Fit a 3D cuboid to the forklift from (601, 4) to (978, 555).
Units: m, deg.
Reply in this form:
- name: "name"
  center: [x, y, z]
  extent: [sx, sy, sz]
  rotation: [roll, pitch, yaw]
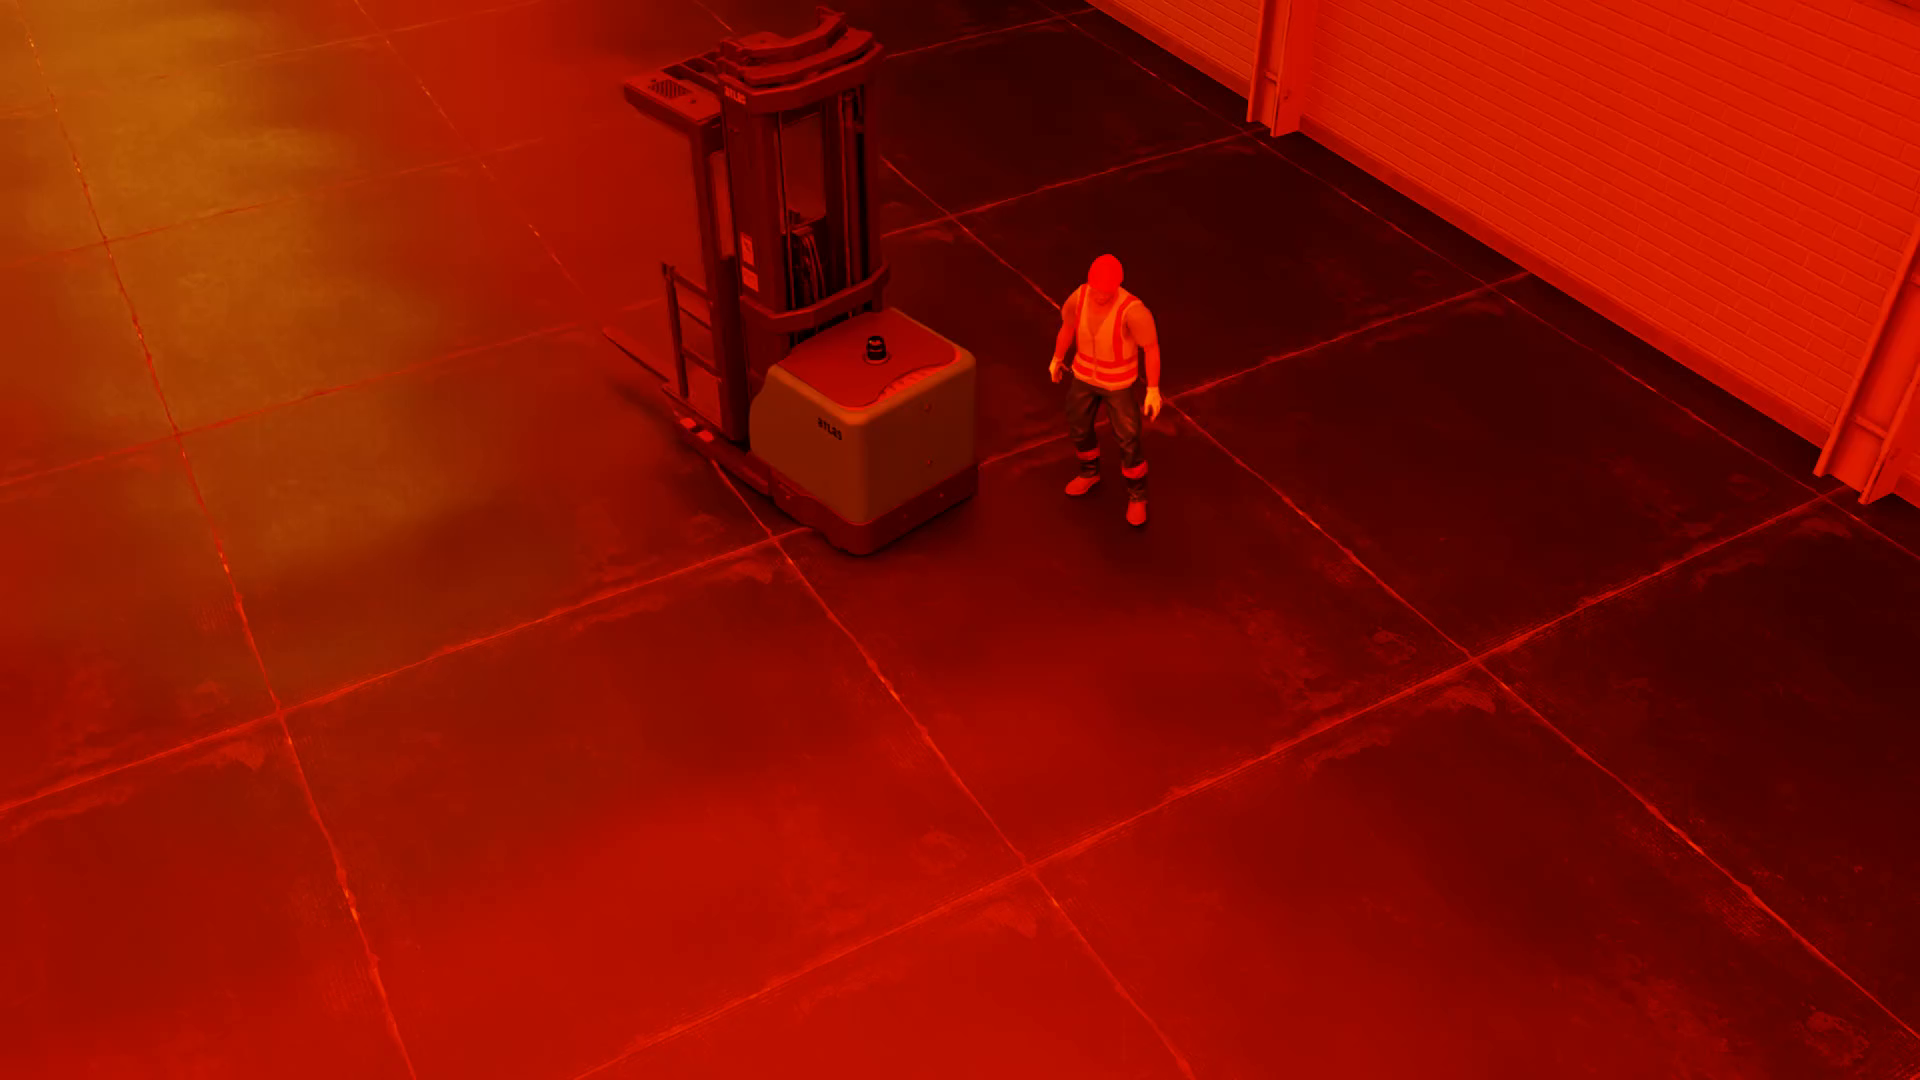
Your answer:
- name: "forklift"
  center: [-1.262, -1.887, 10.311]
  extent: [1.130, 2.935, 3.031]
  rotation: [-31, 49, -32]

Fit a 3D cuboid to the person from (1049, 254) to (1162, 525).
- name: "person"
  center: [0.873, -0.967, 10.123]
  extent: [0.805, 1.757, 0.413]
  rotation: [20, 44, 22]
